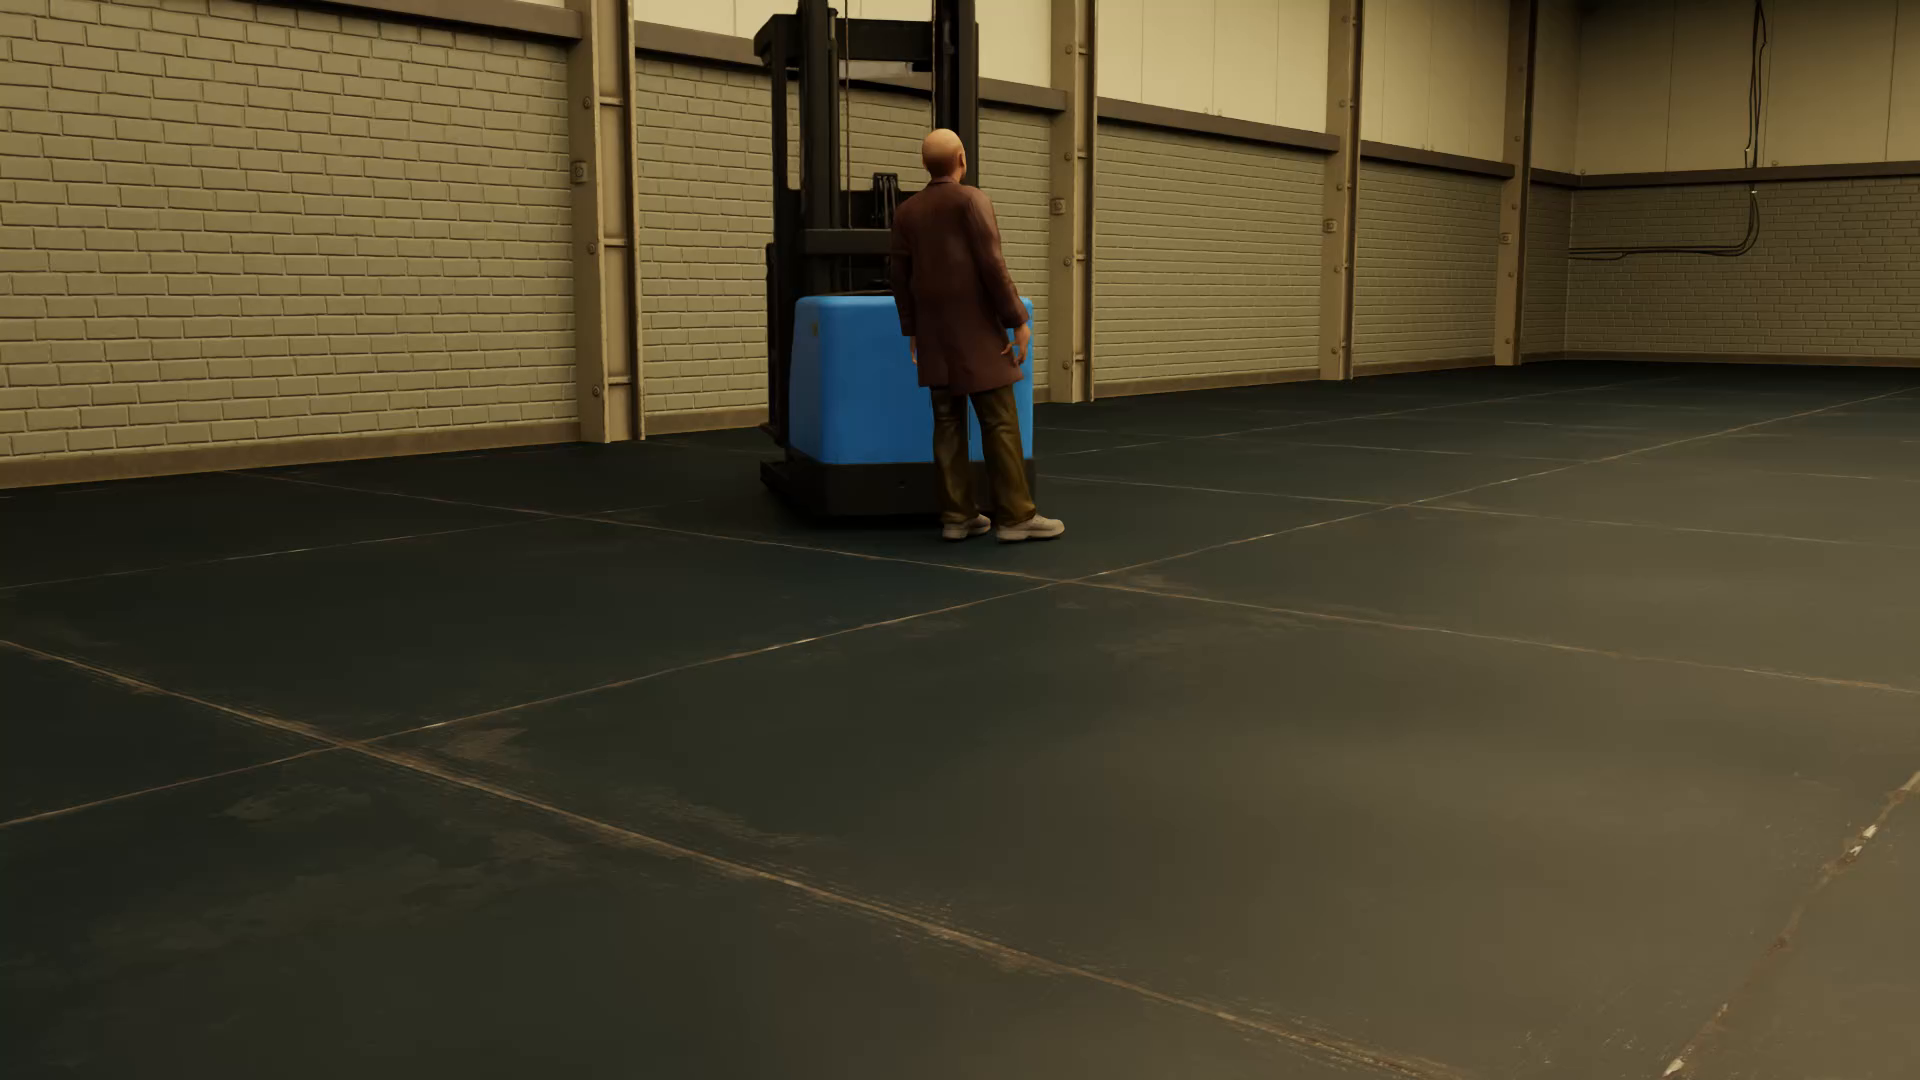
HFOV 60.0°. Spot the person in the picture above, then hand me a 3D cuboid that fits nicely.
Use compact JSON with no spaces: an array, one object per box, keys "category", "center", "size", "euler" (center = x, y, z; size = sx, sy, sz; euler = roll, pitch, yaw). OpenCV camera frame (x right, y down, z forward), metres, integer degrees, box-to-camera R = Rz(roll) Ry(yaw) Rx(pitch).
[{"category":"person","center":[0.061,-0.896,7.342],"size":[0.696,1.775,0.582],"euler":[7,11,38]}]

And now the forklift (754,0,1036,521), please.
[{"category":"forklift","center":[-0.502,-1.716,9.010],"size":[1.130,2.935,3.031],"euler":[-2,9,-14]}]
